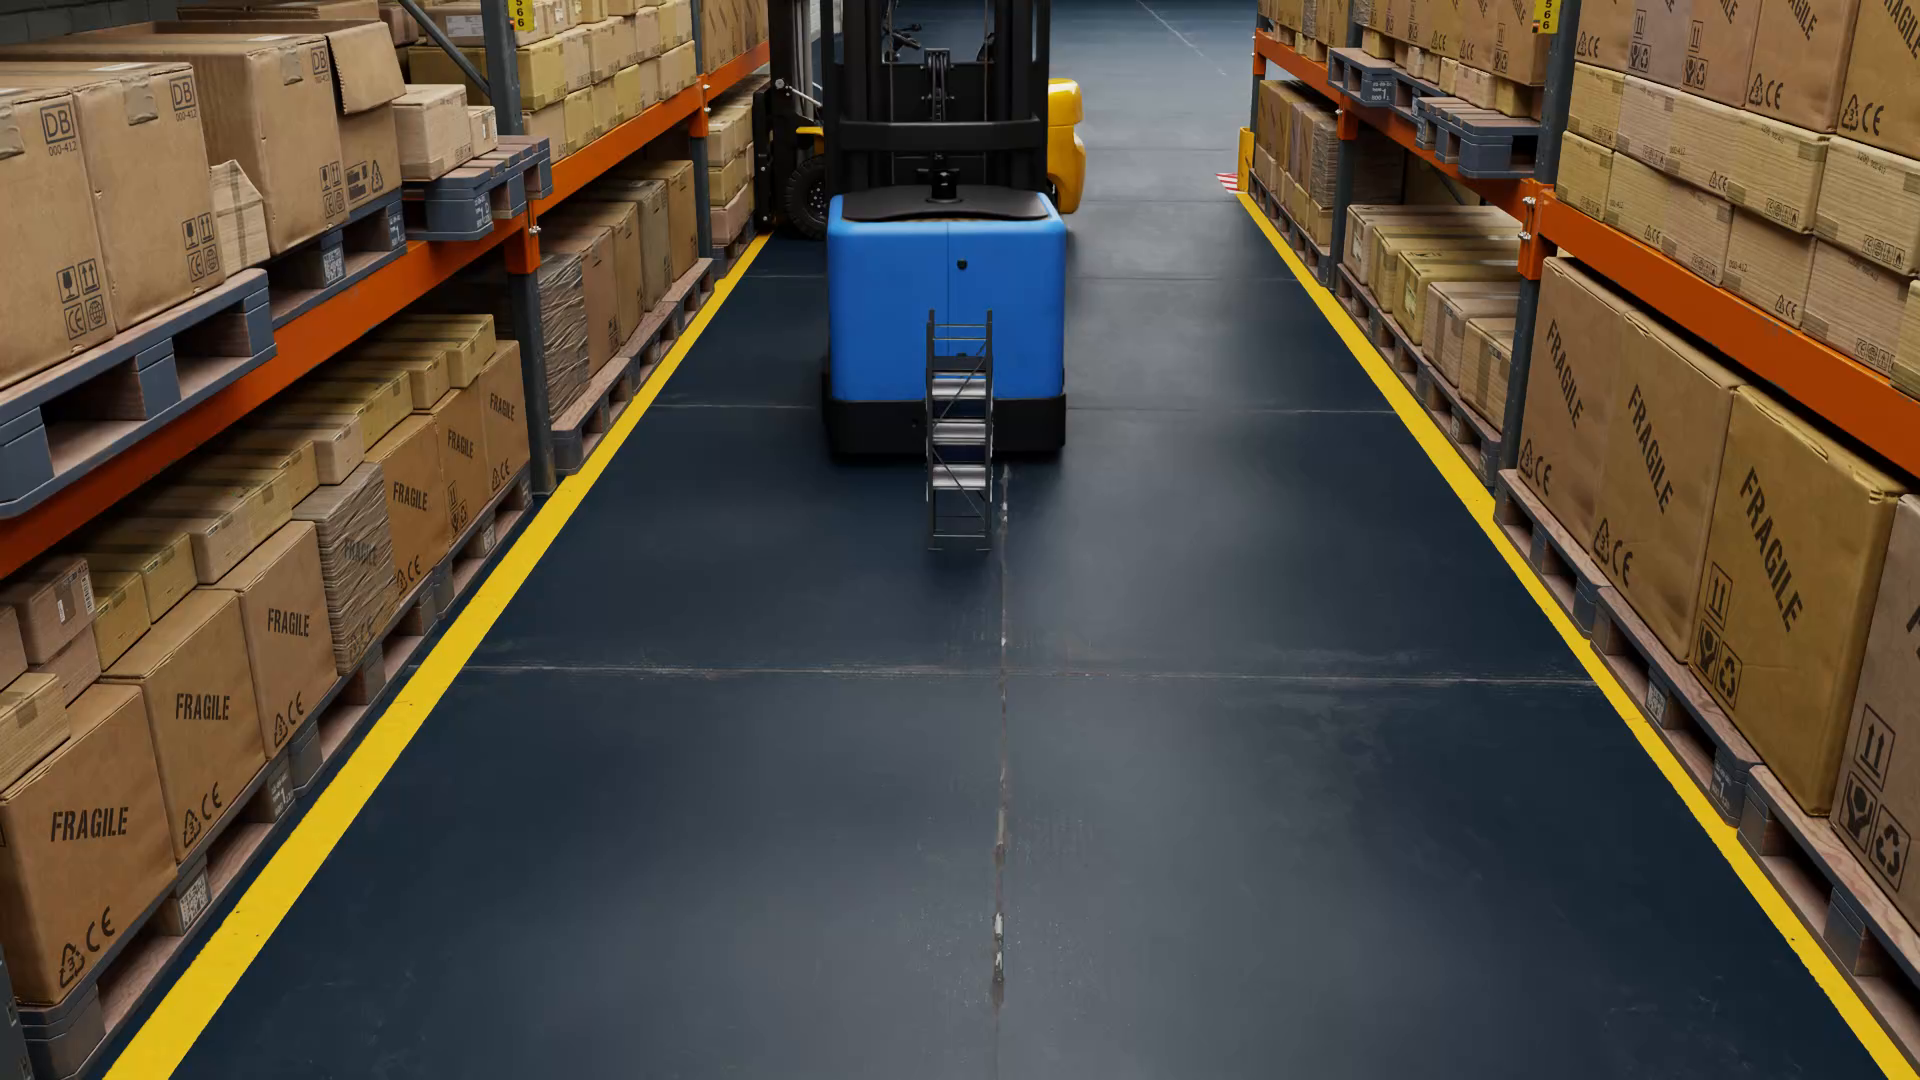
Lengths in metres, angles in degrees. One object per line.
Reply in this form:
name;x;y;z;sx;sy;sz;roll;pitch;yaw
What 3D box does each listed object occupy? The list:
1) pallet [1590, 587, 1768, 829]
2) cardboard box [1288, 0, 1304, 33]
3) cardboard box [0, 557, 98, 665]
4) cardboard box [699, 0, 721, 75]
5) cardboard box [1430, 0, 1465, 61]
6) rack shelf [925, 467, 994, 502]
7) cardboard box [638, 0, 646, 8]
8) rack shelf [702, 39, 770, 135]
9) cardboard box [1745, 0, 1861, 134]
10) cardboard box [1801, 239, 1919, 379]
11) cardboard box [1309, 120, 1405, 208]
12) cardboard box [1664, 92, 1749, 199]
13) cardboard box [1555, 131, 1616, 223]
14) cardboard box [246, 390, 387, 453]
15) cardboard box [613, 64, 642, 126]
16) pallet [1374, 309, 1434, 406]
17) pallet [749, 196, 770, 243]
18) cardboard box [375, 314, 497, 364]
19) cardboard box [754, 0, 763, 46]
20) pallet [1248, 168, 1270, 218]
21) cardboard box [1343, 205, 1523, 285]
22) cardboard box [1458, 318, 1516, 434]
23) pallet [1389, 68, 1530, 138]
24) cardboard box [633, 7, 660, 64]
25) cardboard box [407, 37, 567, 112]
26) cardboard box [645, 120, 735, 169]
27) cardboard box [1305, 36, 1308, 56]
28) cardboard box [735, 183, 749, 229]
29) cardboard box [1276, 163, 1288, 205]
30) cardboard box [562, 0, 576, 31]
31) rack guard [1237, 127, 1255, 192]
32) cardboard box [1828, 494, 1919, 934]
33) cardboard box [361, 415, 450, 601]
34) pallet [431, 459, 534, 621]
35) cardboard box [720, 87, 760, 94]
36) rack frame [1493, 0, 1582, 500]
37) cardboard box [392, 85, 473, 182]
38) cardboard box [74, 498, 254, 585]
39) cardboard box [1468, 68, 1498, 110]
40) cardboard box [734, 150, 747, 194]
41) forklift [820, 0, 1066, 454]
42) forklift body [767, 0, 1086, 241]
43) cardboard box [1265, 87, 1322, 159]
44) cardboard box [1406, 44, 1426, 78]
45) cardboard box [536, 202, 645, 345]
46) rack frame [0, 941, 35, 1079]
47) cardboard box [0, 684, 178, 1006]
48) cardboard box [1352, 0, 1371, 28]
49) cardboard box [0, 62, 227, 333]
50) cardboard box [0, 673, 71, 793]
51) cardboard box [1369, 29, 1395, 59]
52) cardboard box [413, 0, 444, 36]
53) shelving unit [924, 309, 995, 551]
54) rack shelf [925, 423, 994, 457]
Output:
pallet;2.602;0.474;5.014;1.003;0.211;1.213;1;21;2
cardboard box;2.658;-3.904;11.894;0.500;0.500;0.500;0;21;1
cardboard box;-2.106;0.150;3.562;0.380;0.149;0.250;0;21;-1
cardboard box;-1.825;-3.254;10.629;0.500;0.500;0.500;0;21;0
cardboard box;2.496;-2.468;7.613;0.500;0.500;0.500;-1;21;-2
rack shelf;0.000;-0.218;6.436;0.258;0.077;0.200;1;21;2
cardboard box;-1.883;-2.900;8.822;0.380;0.149;0.250;0;21;0
rack shelf;-2.038;-3.437;12.235;1.077;0.370;4.000;1;21;2
cardboard box;2.426;-1.338;4.311;0.500;0.500;0.500;1;21;2
cardboard box;2.432;-0.565;4.046;0.500;0.250;0.500;0;21;0
cardboard box;2.612;-2.476;10.949;0.500;0.500;0.500;0;21;1
cardboard box;2.434;-1.166;4.902;0.500;0.250;0.500;1;21;1
cardboard box;2.474;-1.306;5.955;0.500;0.250;0.500;0;21;1
cardboard box;-2.073;-0.376;5.329;0.380;0.149;0.250;0;21;1
cardboard box;-1.917;-2.247;8.379;0.500;0.250;0.500;1;21;3
pallet;2.806;-0.972;8.743;1.003;0.211;1.213;1;21;2
pallet;-1.999;-2.479;12.625;1.003;0.211;1.213;1;21;2
cardboard box;-1.983;-0.755;6.305;0.380;0.149;0.250;0;21;-1
cardboard box;-1.770;-3.989;12.524;0.500;0.500;0.500;0;21;1
pallet;2.922;-2.821;13.509;1.003;0.211;1.213;1;21;2
cardboard box;2.849;-1.777;10.014;0.950;0.372;0.625;1;21;2
cardboard box;2.768;-0.725;7.302;0.950;0.372;0.625;-1;21;-2
pallet;2.760;-2.177;8.257;1.003;0.211;1.213;1;21;2
cardboard box;-1.888;-2.661;8.757;0.500;0.250;0.500;1;21;3
cardboard box;-1.938;-1.924;6.856;0.500;0.250;0.500;1;21;2
cardboard box;-1.771;-2.601;10.924;0.500;0.250;0.500;0;21;1
cardboard box;2.633;-3.458;11.642;0.380;0.149;0.250;0;21;1
cardboard box;-1.753;-2.318;11.578;0.500;0.250;0.500;0;21;0
cardboard box;2.656;-2.686;12.525;0.500;0.250;0.500;2;21;5
cardboard box;-1.932;-2.348;7.400;0.380;0.149;0.250;1;21;2
rack guard;2.982;-3.249;14.213;1.175;0.500;0.348;1;21;2
cardboard box;2.558;0.466;3.537;0.875;0.875;0.875;1;21;3
cardboard box;-2.058;-0.108;5.536;0.500;0.500;0.500;2;21;4
pallet;-2.281;-0.033;6.323;1.003;0.211;1.213;1;21;2
cardboard box;-1.695;-3.338;12.825;0.500;0.250;0.500;1;21;2
rack frame;2.741;-1.550;6.376;1.000;3.000;0.127;1;21;2
cardboard box;-1.929;-1.344;5.473;0.500;0.250;0.500;0;21;-1
cardboard box;-2.098;0.000;4.359;0.380;0.149;0.250;1;21;1
cardboard box;2.414;-1.939;7.146;0.380;0.149;0.250;0;21;1
cardboard box;-1.763;-2.550;11.484;0.500;0.250;0.500;1;21;1
forklift;-0.132;-2.232;8.230;1.130;2.935;3.031;-1;21;-3
forklift body;-0.212;-3.394;12.303;2.313;2.155;1.214;1;21;2
cardboard box;2.671;-3.220;12.864;0.500;0.500;0.500;0;21;0
cardboard box;2.462;-2.407;8.354;0.380;0.149;0.250;1;21;4
cardboard box;-2.156;-1.397;8.685;0.875;0.625;0.625;0;21;-1
rack frame;-2.339;-0.157;2.786;0.949;2.616;0.053;1;21;2
cardboard box;-2.103;0.640;3.607;0.500;0.500;0.500;2;21;4
cardboard box;2.562;-3.211;9.527;0.500;0.500;0.500;1;21;3
cardboard box;-2.088;-0.759;3.619;0.700;0.500;0.500;1;21;2
cardboard box;-2.066;0.384;3.372;0.380;0.149;0.250;2;21;4
cardboard box;2.513;-2.788;9.335;0.380;0.149;0.250;1;21;3
cardboard box;-2.448;-2.261;7.174;0.380;0.149;0.250;1;21;2
shelving unit;0.000;-0.417;6.359;0.258;0.900;0.210;1;21;2
rack shelf;0.000;-0.386;6.371;0.258;0.077;0.200;1;21;2
